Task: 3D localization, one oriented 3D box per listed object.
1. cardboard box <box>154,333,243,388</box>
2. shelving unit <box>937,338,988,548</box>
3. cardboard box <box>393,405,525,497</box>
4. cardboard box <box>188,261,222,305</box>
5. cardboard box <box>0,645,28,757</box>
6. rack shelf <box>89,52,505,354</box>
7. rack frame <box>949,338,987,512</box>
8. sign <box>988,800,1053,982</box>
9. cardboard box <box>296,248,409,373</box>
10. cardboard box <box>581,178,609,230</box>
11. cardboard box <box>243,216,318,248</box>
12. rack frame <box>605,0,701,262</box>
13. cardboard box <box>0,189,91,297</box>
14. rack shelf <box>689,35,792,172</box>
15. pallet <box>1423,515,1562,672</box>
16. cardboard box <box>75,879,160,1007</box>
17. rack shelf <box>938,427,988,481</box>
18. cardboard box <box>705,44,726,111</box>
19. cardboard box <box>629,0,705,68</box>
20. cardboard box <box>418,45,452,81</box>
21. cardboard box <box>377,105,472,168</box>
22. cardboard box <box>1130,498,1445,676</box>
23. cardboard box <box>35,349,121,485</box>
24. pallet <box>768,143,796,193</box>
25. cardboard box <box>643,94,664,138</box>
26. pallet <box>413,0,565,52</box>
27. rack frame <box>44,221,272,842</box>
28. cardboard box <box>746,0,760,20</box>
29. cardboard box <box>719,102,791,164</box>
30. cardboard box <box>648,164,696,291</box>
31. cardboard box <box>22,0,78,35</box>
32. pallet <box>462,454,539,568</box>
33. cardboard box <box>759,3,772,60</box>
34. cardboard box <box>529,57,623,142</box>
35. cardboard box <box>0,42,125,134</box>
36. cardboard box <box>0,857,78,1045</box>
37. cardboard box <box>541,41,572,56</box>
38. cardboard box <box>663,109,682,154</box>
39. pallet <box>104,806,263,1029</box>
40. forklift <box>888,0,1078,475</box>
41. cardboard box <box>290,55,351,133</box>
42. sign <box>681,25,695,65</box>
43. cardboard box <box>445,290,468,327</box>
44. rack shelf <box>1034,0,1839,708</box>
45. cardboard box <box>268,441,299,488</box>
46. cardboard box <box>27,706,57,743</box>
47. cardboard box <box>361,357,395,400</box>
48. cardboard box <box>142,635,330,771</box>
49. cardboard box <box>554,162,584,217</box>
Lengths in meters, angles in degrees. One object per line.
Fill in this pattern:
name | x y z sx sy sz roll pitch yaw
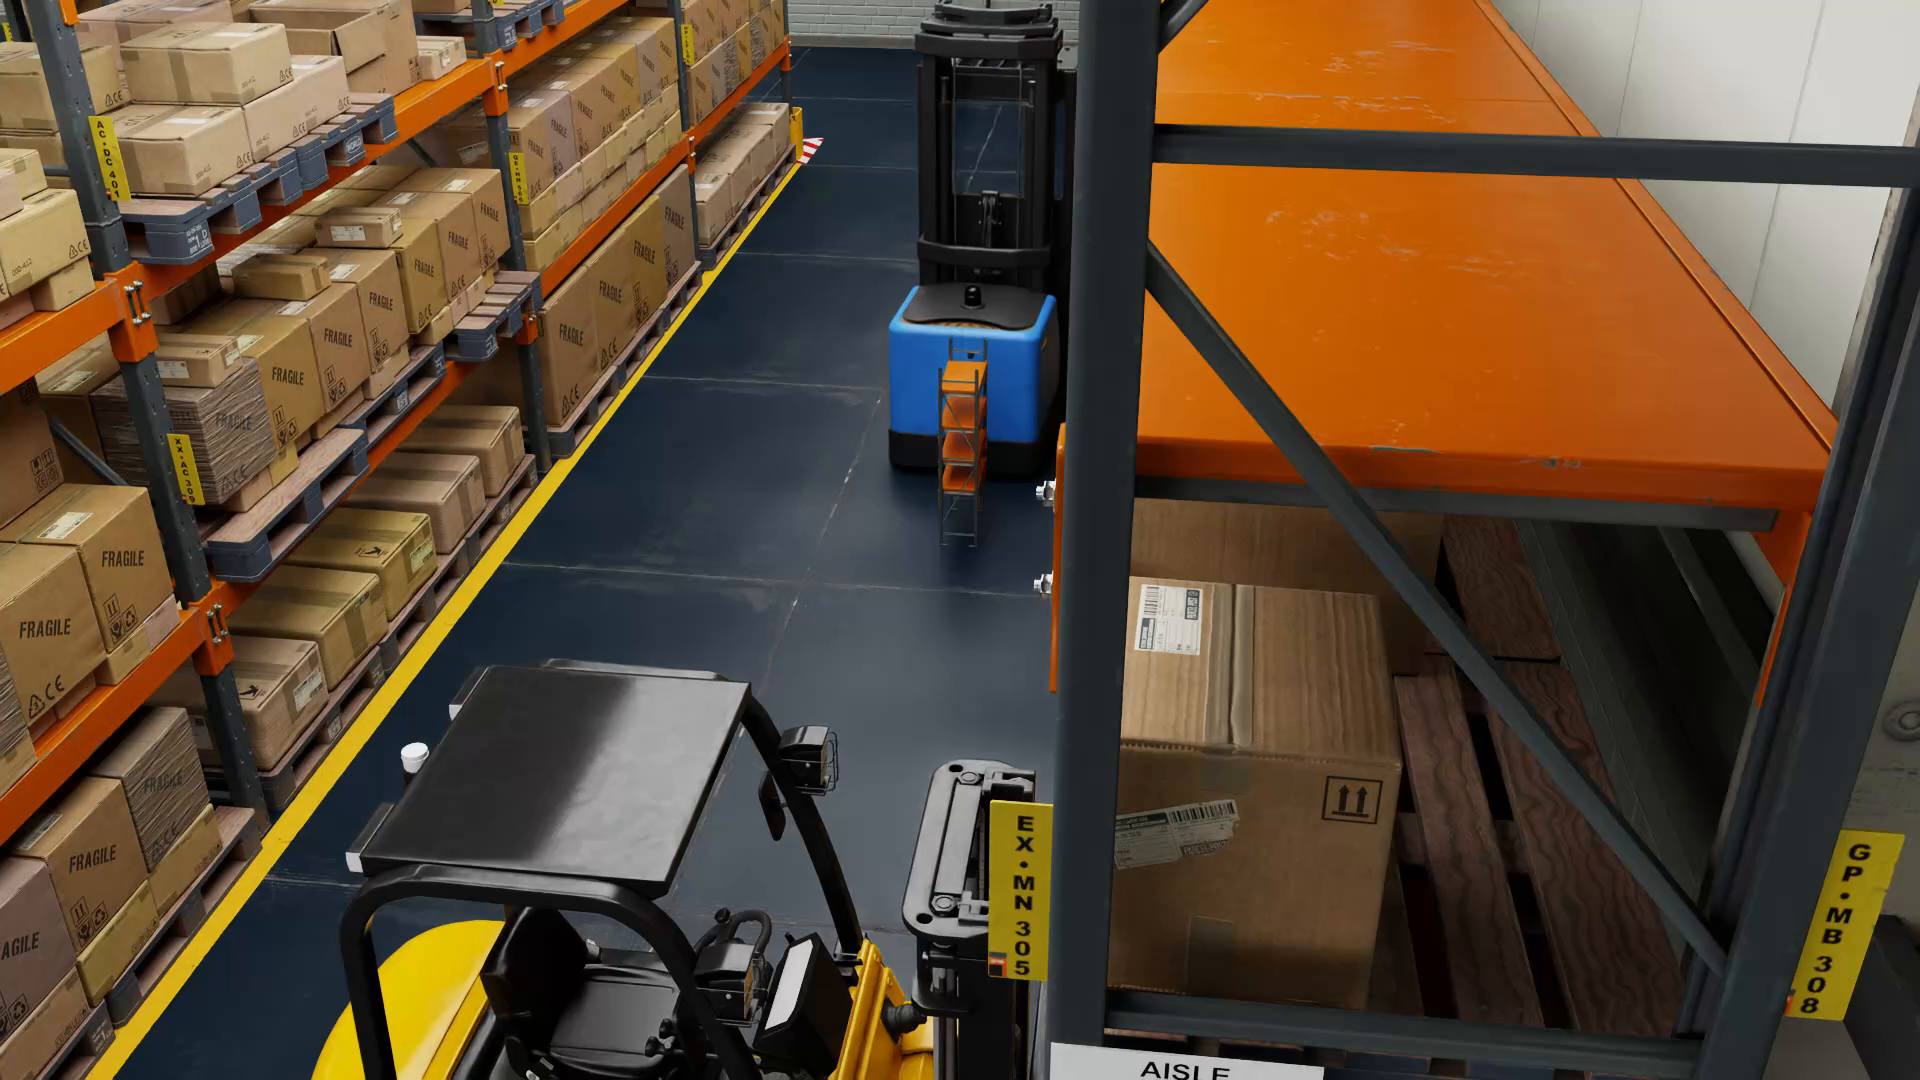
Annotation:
cardboard box | -3.399 -0.789 7.298 0.380 0.149 0.250 3 28 6
shelving unit | 0.020 -0.606 10.402 0.258 1.200 0.503 3 28 6
cardboard box | -3.397 -0.588 10.799 0.950 0.372 0.625 1 28 3
cardboard box | -3.894 -1.274 8.199 0.380 0.149 0.250 2 28 4
cardboard box | -3.731 0.593 5.859 0.500 0.500 0.500 4 29 8
rack shelf | -3.563 -1.888 8.480 1.077 0.370 4.000 3 28 6
rack frame | 0.050 -0.721 10.615 0.240 1.200 0.015 3 28 6
sign | 0.092 0.513 2.414 0.100 0.325 0.005 3 28 6
cardboard box | -3.279 -1.217 8.776 0.500 0.500 0.500 2 28 4
cardboard box | -2.893 -2.465 12.112 0.500 0.250 0.500 4 29 8
cardboard box | -3.718 -1.491 9.285 0.500 0.500 0.500 4 29 7
rack frame | -2.828 -3.708 14.263 1.000 3.000 0.127 3 28 6
cardboard box | -3.595 -1.104 6.110 0.500 0.250 0.500 3 28 6
rack shelf | -2.583 -4.333 16.181 1.077 0.370 4.000 3 28 6
pallet | 0.888 0.038 4.239 1.003 0.211 1.213 3 28 6
cardboard box | -3.669 1.628 6.814 0.500 0.250 0.500 3 28 5
rack shelf | 0.020 -0.547 10.434 0.258 0.148 0.480 3 28 6
cardboard box | -2.445 -4.195 15.060 0.500 0.500 0.500 4 29 7
cardboard box | -2.529 -4.403 14.392 0.500 0.500 0.500 4 29 7
cardboard box | -3.170 -2.758 9.600 0.380 0.149 0.250 3 28 6
cardboard box | -3.514 -2.568 10.987 0.500 0.500 0.500 3 28 5
cardboard box | 0.666 -0.065 3.685 0.700 0.500 0.500 4 29 7
cardboard box | -3.979 -0.533 7.508 0.500 0.500 0.500 3 28 5
pallet | -2.358 -3.983 17.712 1.003 0.211 1.213 3 28 6
cardboard box | -2.694 -3.405 13.331 0.500 0.250 0.500 4 29 7
pallet | -3.292 -3.369 10.670 1.213 0.211 1.003 5 29 9
rack frame | -3.808 0.057 7.273 1.000 3.000 0.127 3 28 6
cardboard box | -2.259 -5.354 16.159 0.500 0.500 0.500 3 28 6
cardboard box | -2.319 -4.332 17.679 0.875 0.438 0.875 2 28 4
cardboard box | -2.824 -2.661 14.117 0.875 0.875 0.875 4 29 8
cardboard box | -7.964 -4.801 14.817 0.500 0.500 0.500 2 28 4
pallet | -3.415 -0.230 10.747 1.003 0.211 1.213 3 28 6
cardboard box | -2.210 -5.157 16.847 0.500 0.500 0.500 3 28 5
cardboard box | -2.820 -3.242 12.237 0.500 0.500 0.500 4 29 7
cardboard box | -3.863 -1.882 6.899 0.500 0.250 0.500 4 29 7
cardboard box | -3.736 1.527 6.211 0.500 0.500 0.500 5 29 9
cardboard box | -3.266 -3.525 12.763 0.500 0.500 0.500 3 28 5
cardboard box | -2.632 -3.417 13.879 0.500 0.250 0.500 3 28 5
pallet | -3.855 1.603 7.344 1.003 0.211 1.213 3 28 6
forklift | 0.297 -2.405 11.916 1.130 2.935 3.031 5 29 10
cardboard box | -3.237 -2.111 7.850 0.500 0.250 0.500 3 28 6
sign | -2.288 -4.156 13.957 0.100 0.325 0.005 3 28 6
cardboard box | -3.111 -1.362 9.730 0.380 0.149 0.250 2 28 4
rack shelf | 0.874 -0.863 3.836 1.077 0.370 4.000 3 28 6
cardboard box | -3.387 -0.376 7.899 0.380 0.149 0.250 4 29 7
cardboard box | -3.722 0.689 6.365 0.380 0.149 0.250 3 28 5
cardboard box | -3.239 -0.871 8.818 0.380 0.149 0.250 4 29 8
cardboard box | -3.746 0.782 8.255 0.950 0.372 0.625 4 29 7
cardboard box | -2.946 -2.447 11.553 0.500 0.250 0.500 4 29 7
